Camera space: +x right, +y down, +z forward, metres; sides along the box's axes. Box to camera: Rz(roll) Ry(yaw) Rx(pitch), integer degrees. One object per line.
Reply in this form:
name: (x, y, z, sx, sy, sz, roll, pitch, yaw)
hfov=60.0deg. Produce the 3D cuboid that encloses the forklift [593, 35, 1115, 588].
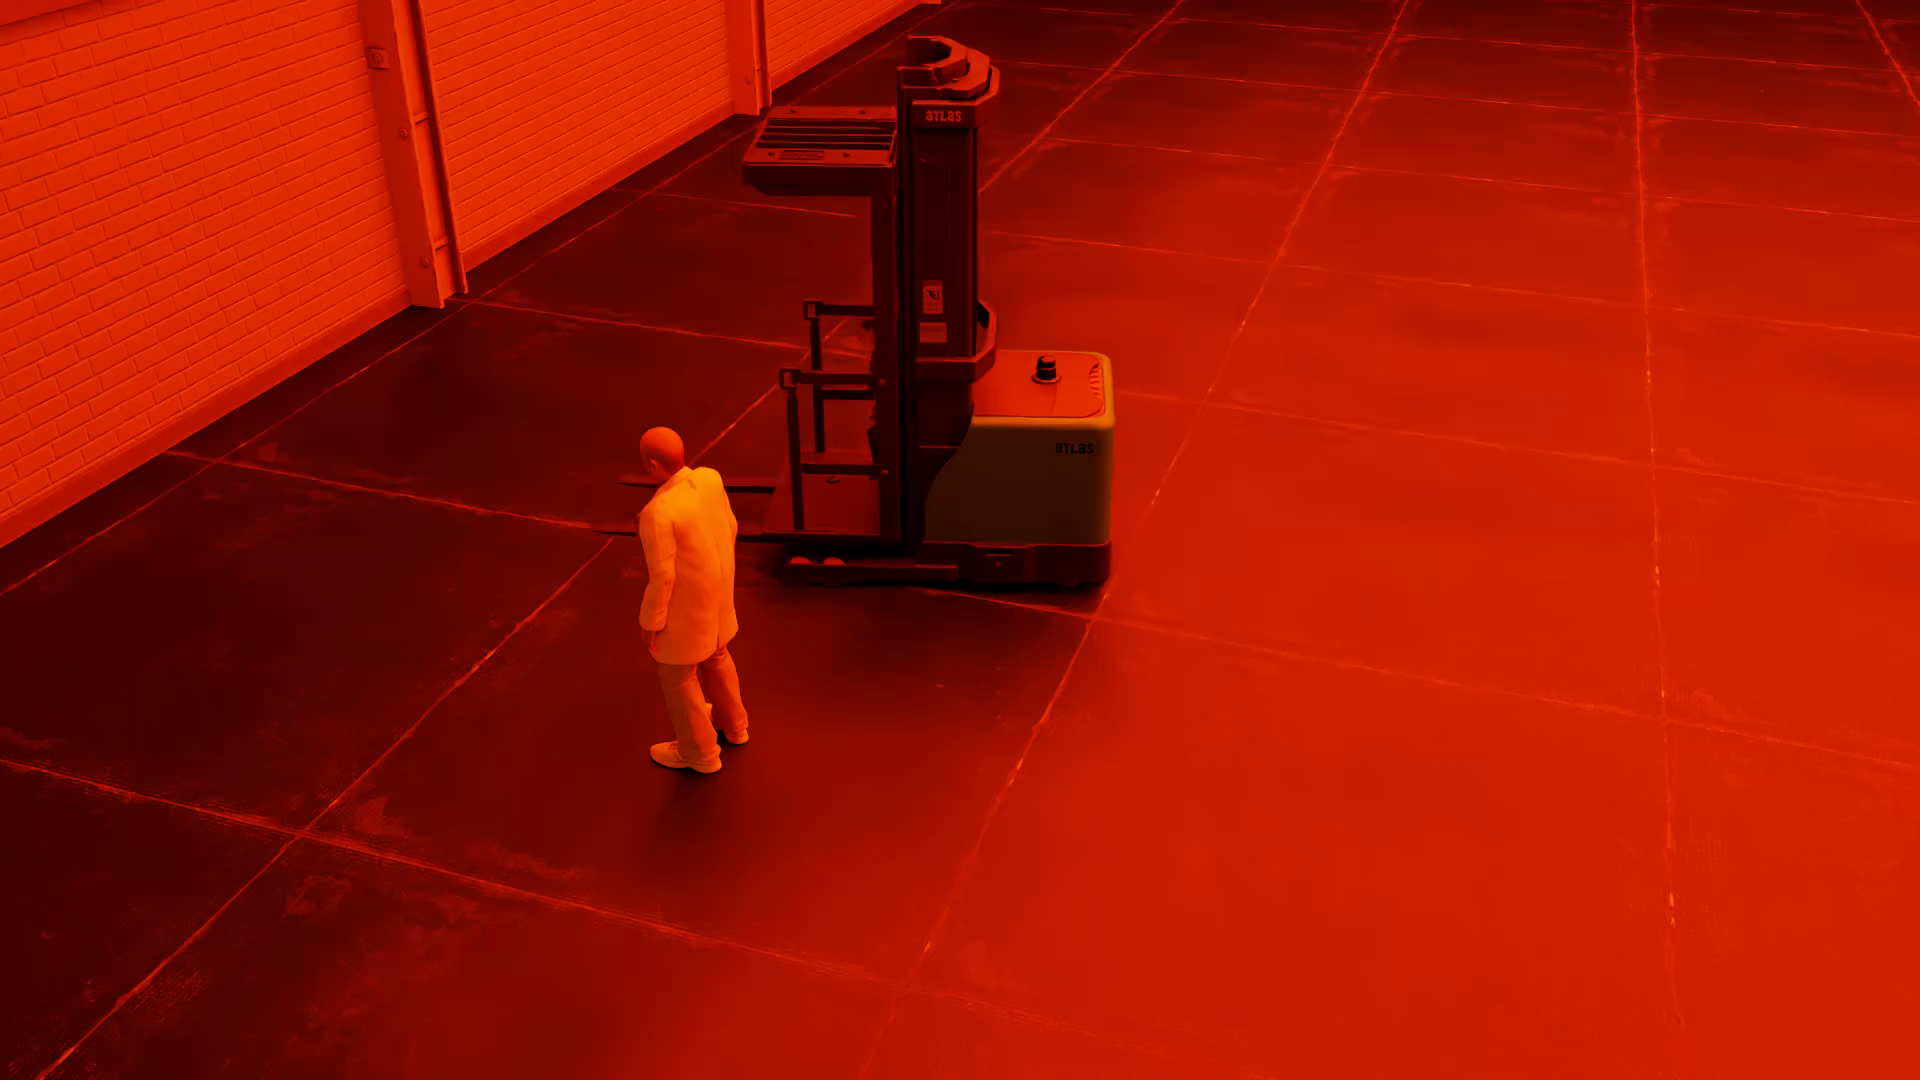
forklift: (-0.627, -1.263, 9.352, 3.031, 2.935, 1.130, 1, 30, 2)

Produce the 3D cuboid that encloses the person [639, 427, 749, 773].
person: (-1.274, 0.281, 7.812, 0.422, 1.774, 0.653, 15, 33, 25)
